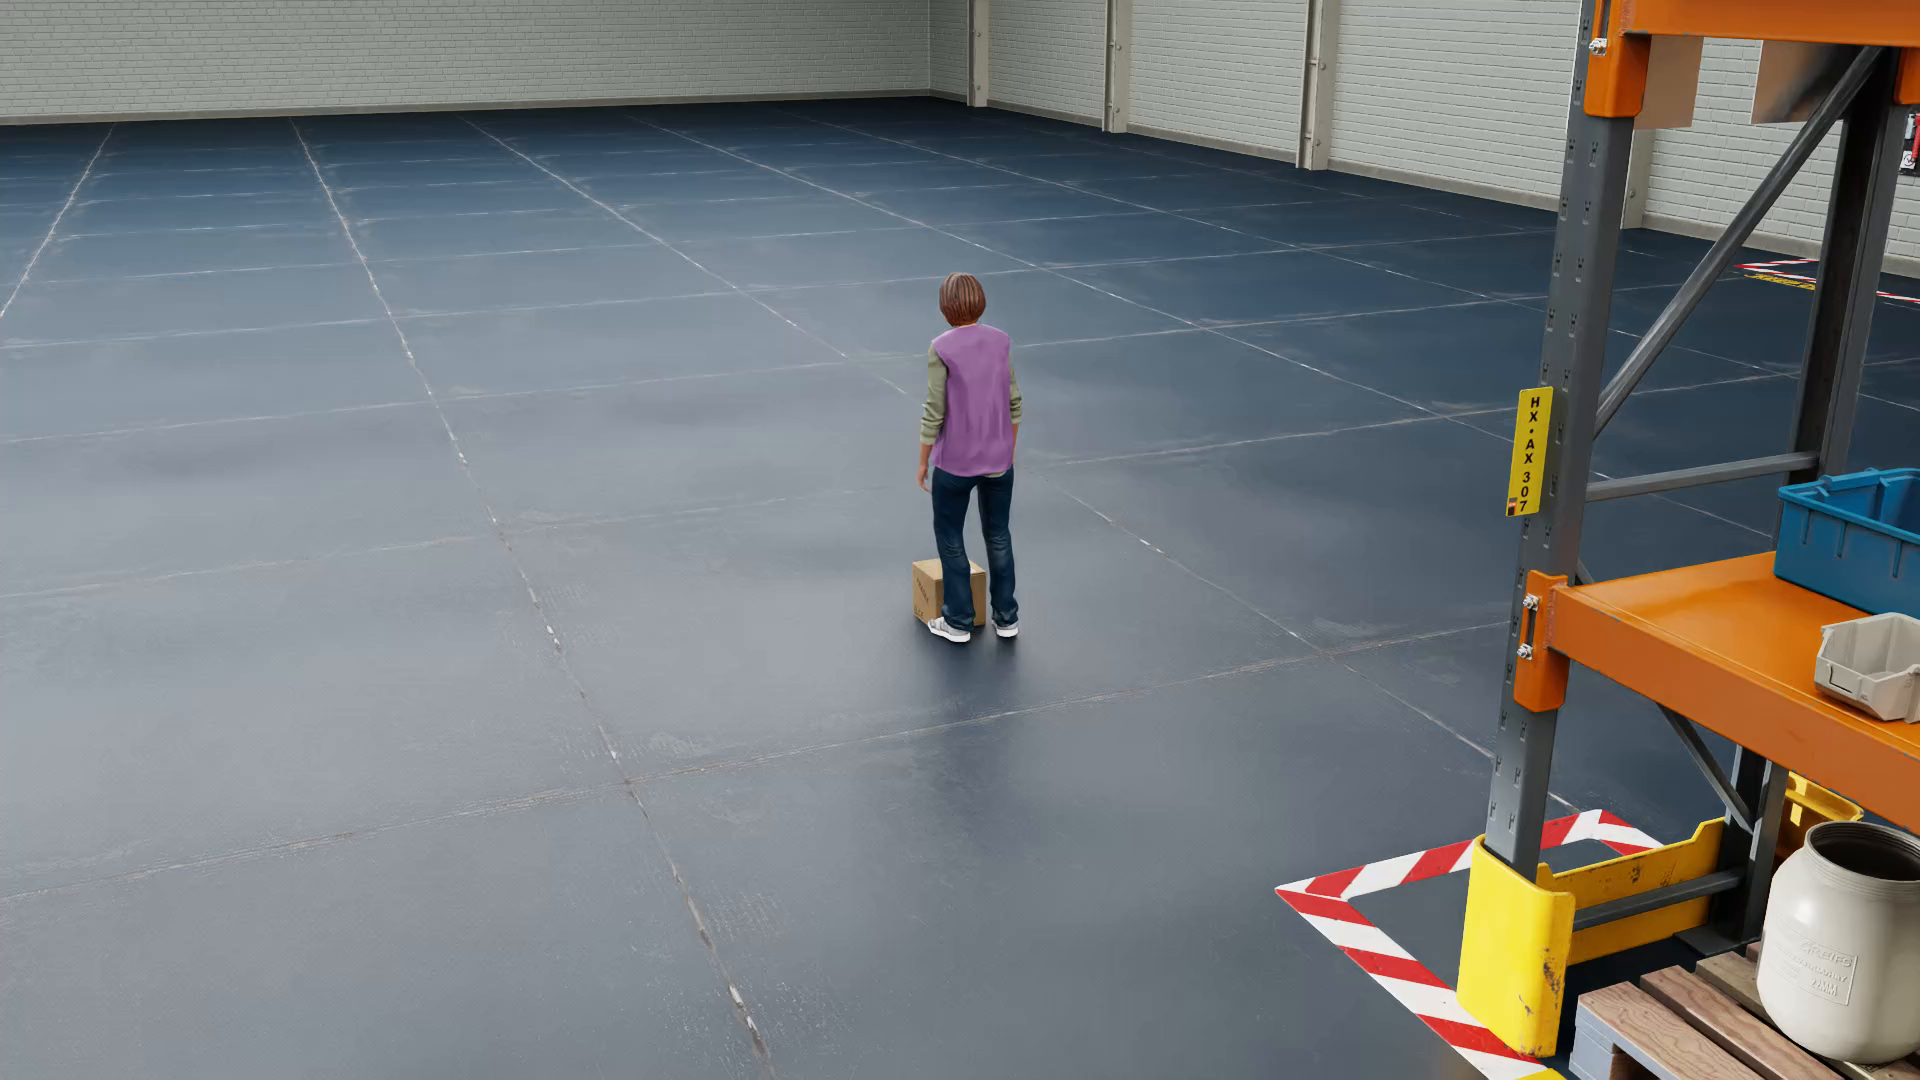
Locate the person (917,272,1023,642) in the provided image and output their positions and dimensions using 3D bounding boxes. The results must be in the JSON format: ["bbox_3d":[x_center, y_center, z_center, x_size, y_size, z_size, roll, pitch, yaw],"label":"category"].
[{"bbox_3d":[0.043,-0.331,7.034,0.484,1.594,0.370,-9,21,-25],"label":"person"}]
